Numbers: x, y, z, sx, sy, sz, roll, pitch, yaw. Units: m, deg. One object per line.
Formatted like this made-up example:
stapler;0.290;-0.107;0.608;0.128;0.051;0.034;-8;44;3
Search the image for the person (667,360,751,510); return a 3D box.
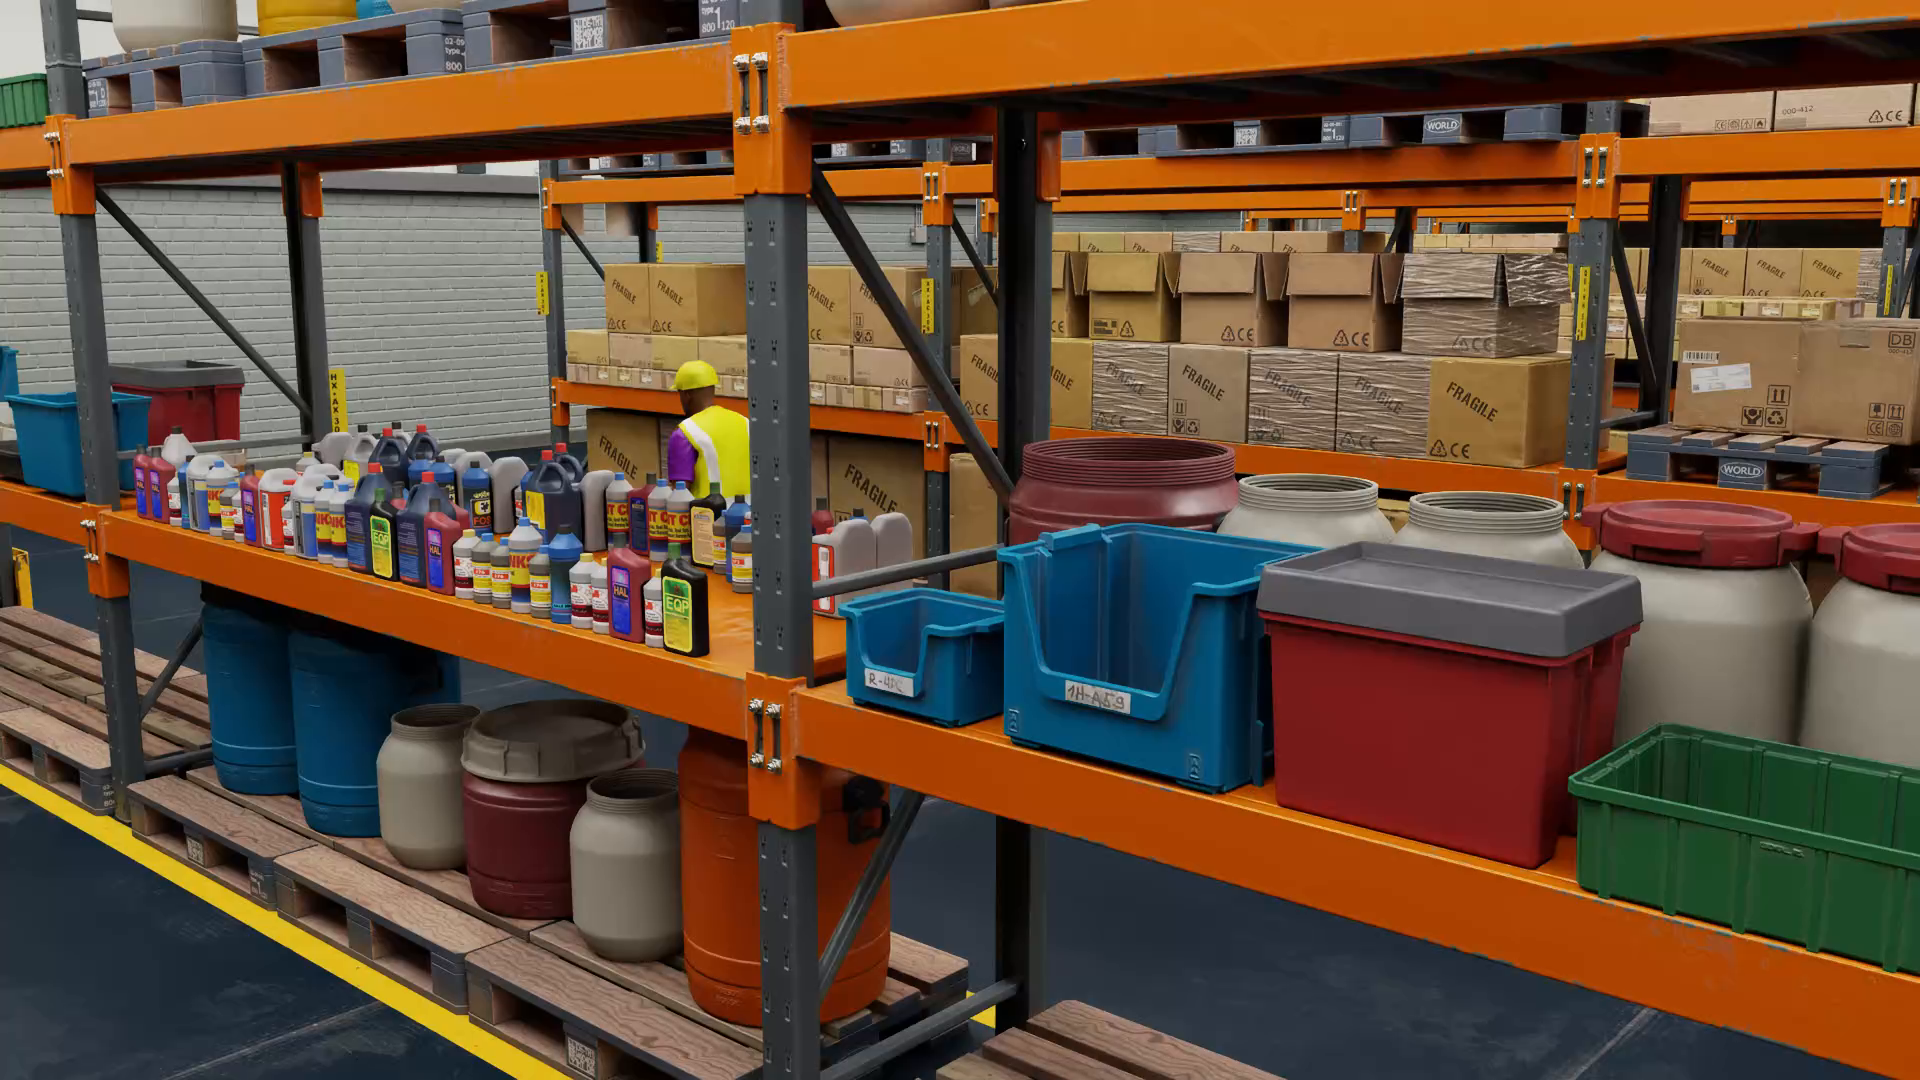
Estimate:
person;-1.286;-0.048;8.624;0.458;1.761;0.638;8;13;39
